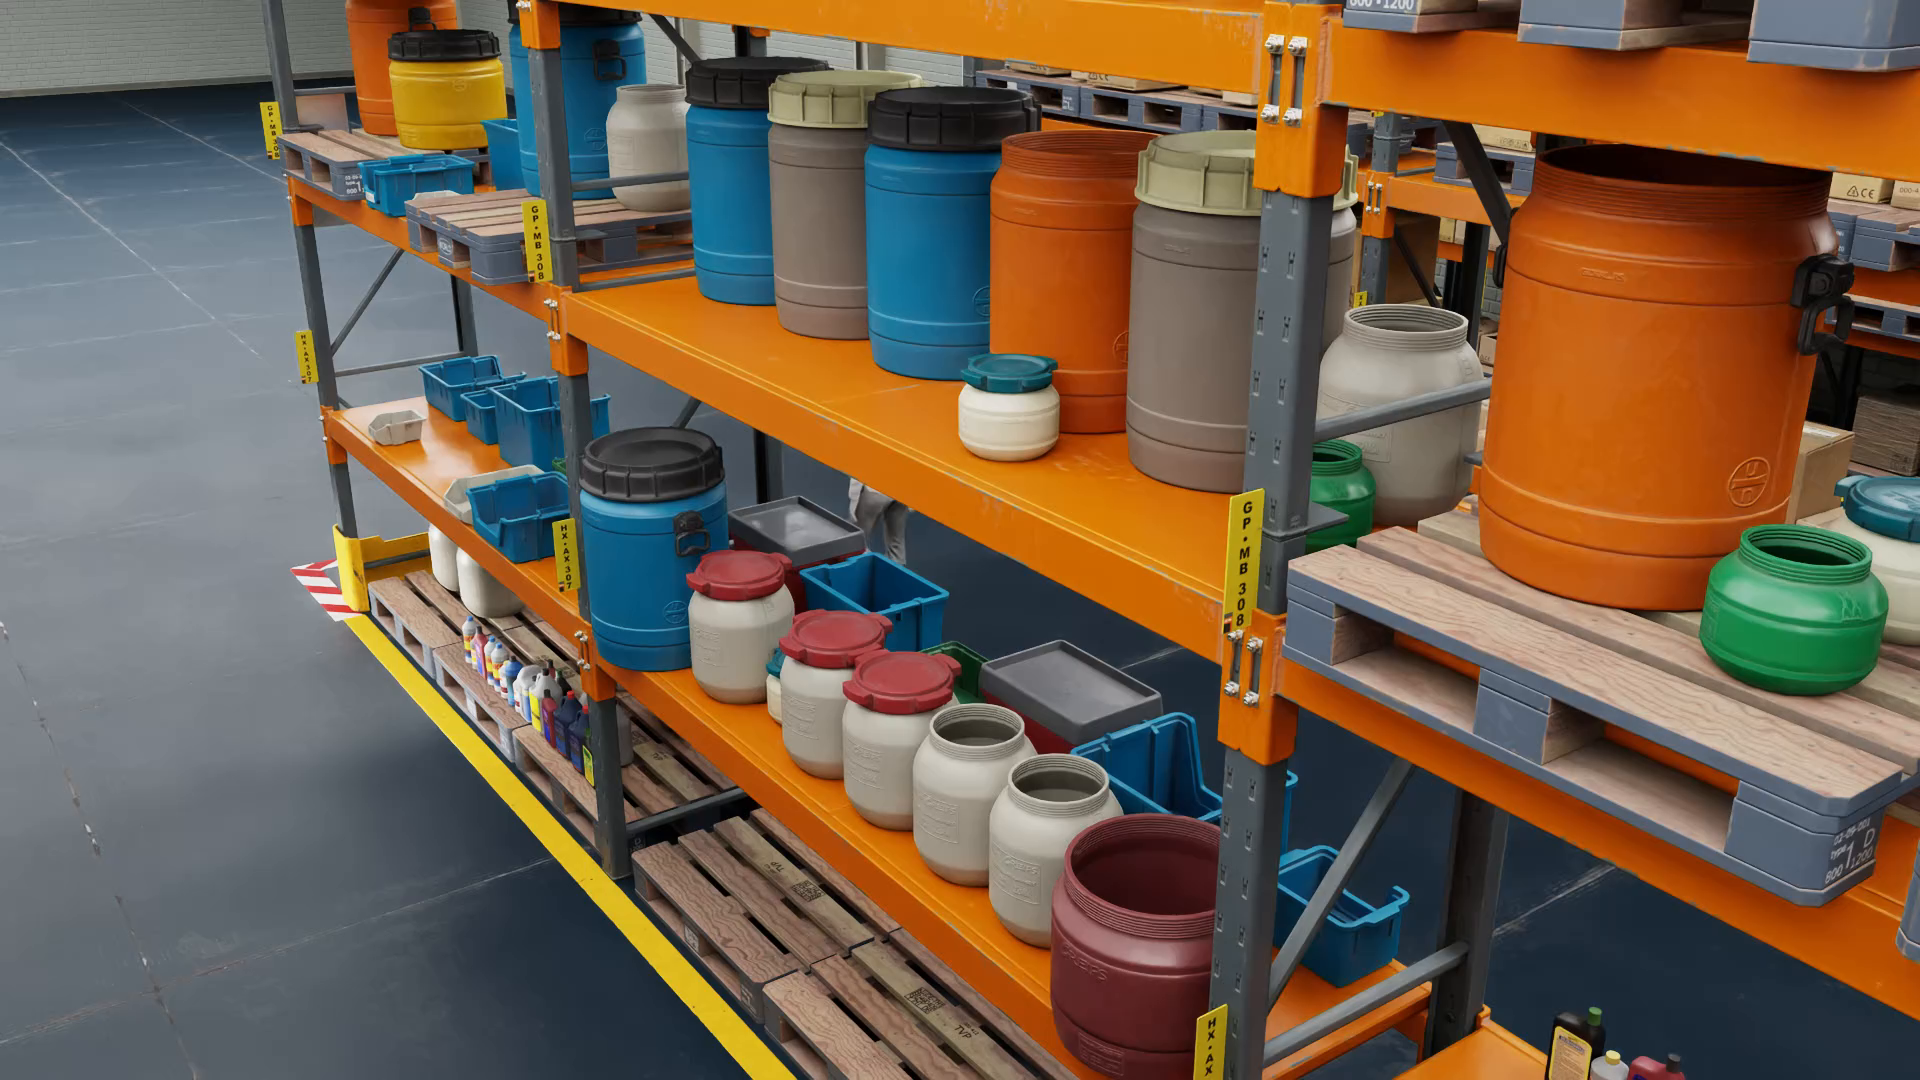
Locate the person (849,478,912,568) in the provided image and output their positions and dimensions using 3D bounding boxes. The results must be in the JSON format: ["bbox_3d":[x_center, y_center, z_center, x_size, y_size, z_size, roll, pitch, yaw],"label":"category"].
[{"bbox_3d":[-0.480,-0.276,10.284,0.499,1.698,0.482,-14,26,-32],"label":"person"}]
